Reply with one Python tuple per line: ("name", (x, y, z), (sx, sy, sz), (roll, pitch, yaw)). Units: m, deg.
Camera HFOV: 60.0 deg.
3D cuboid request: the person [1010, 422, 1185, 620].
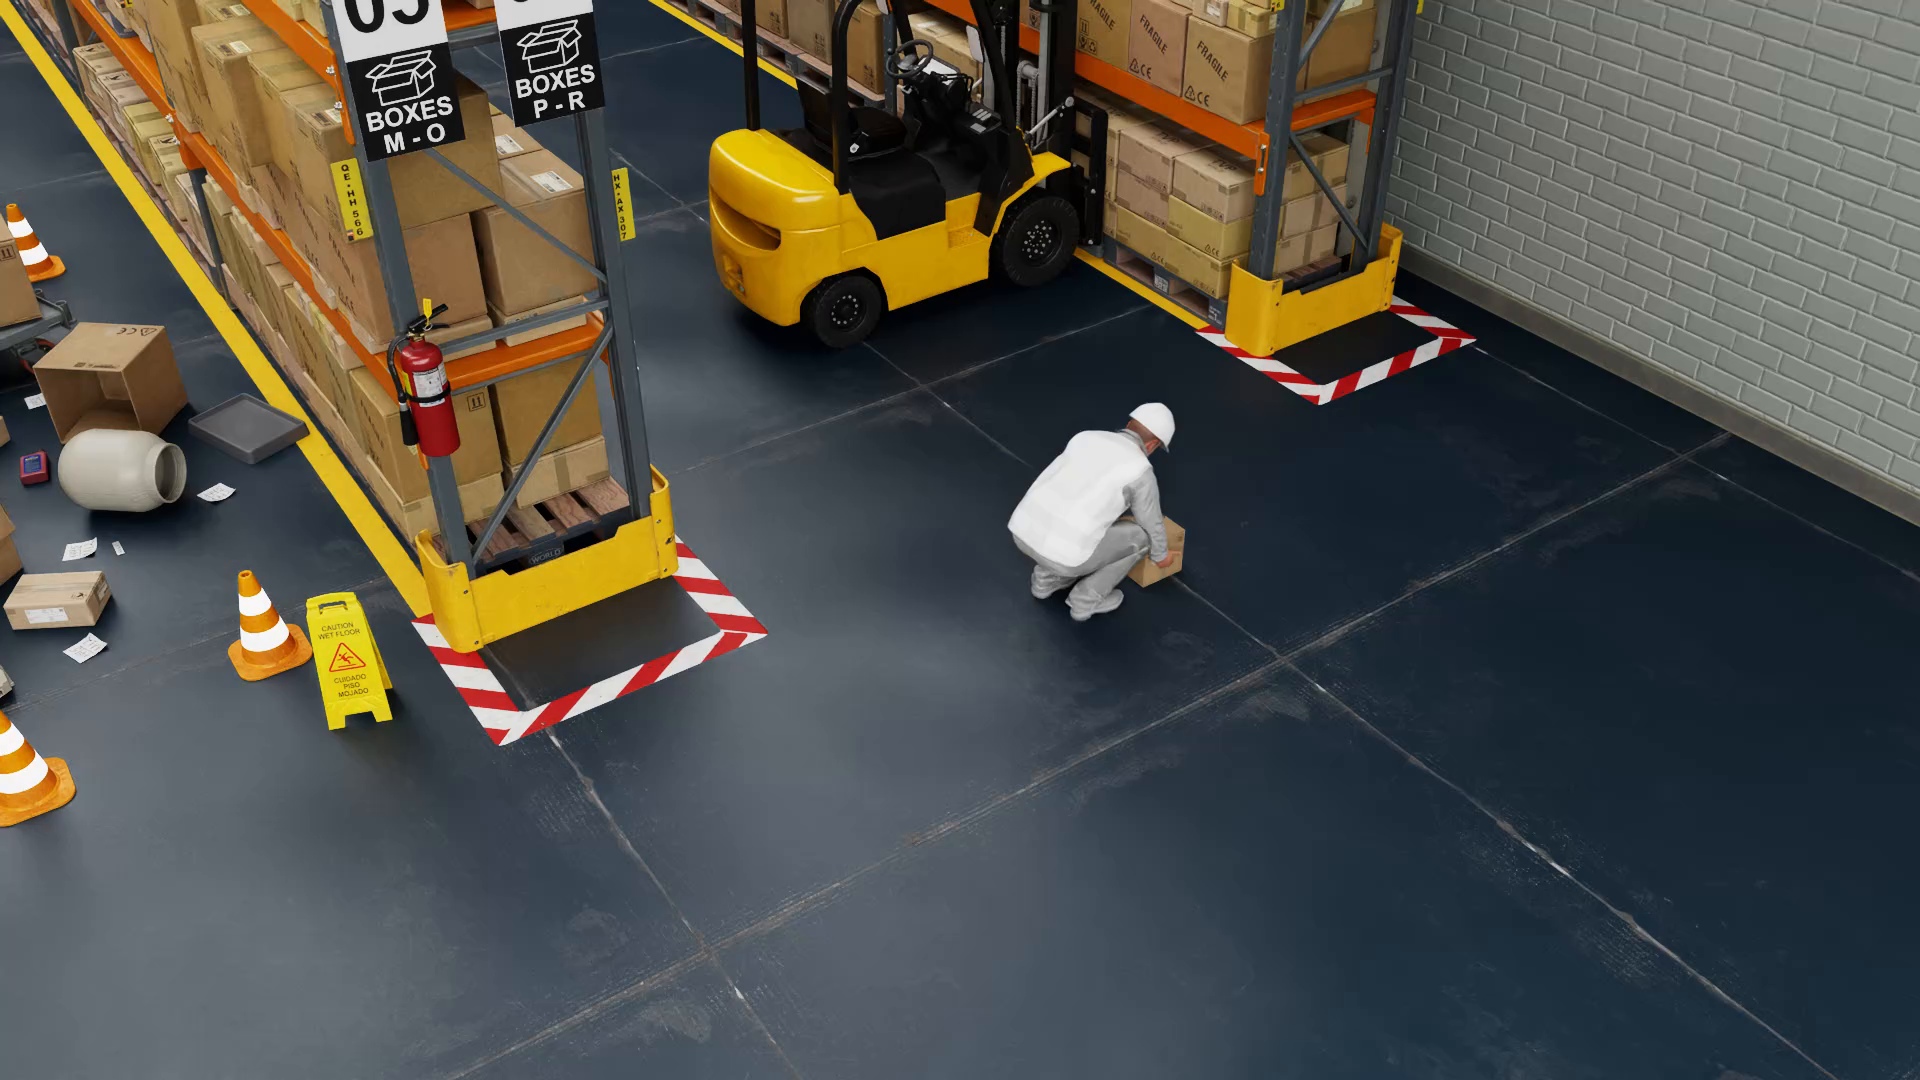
("person", (0.689, -0.072, 7.969), (0.977, 0.819, 0.506), (-23, 42, -29))
